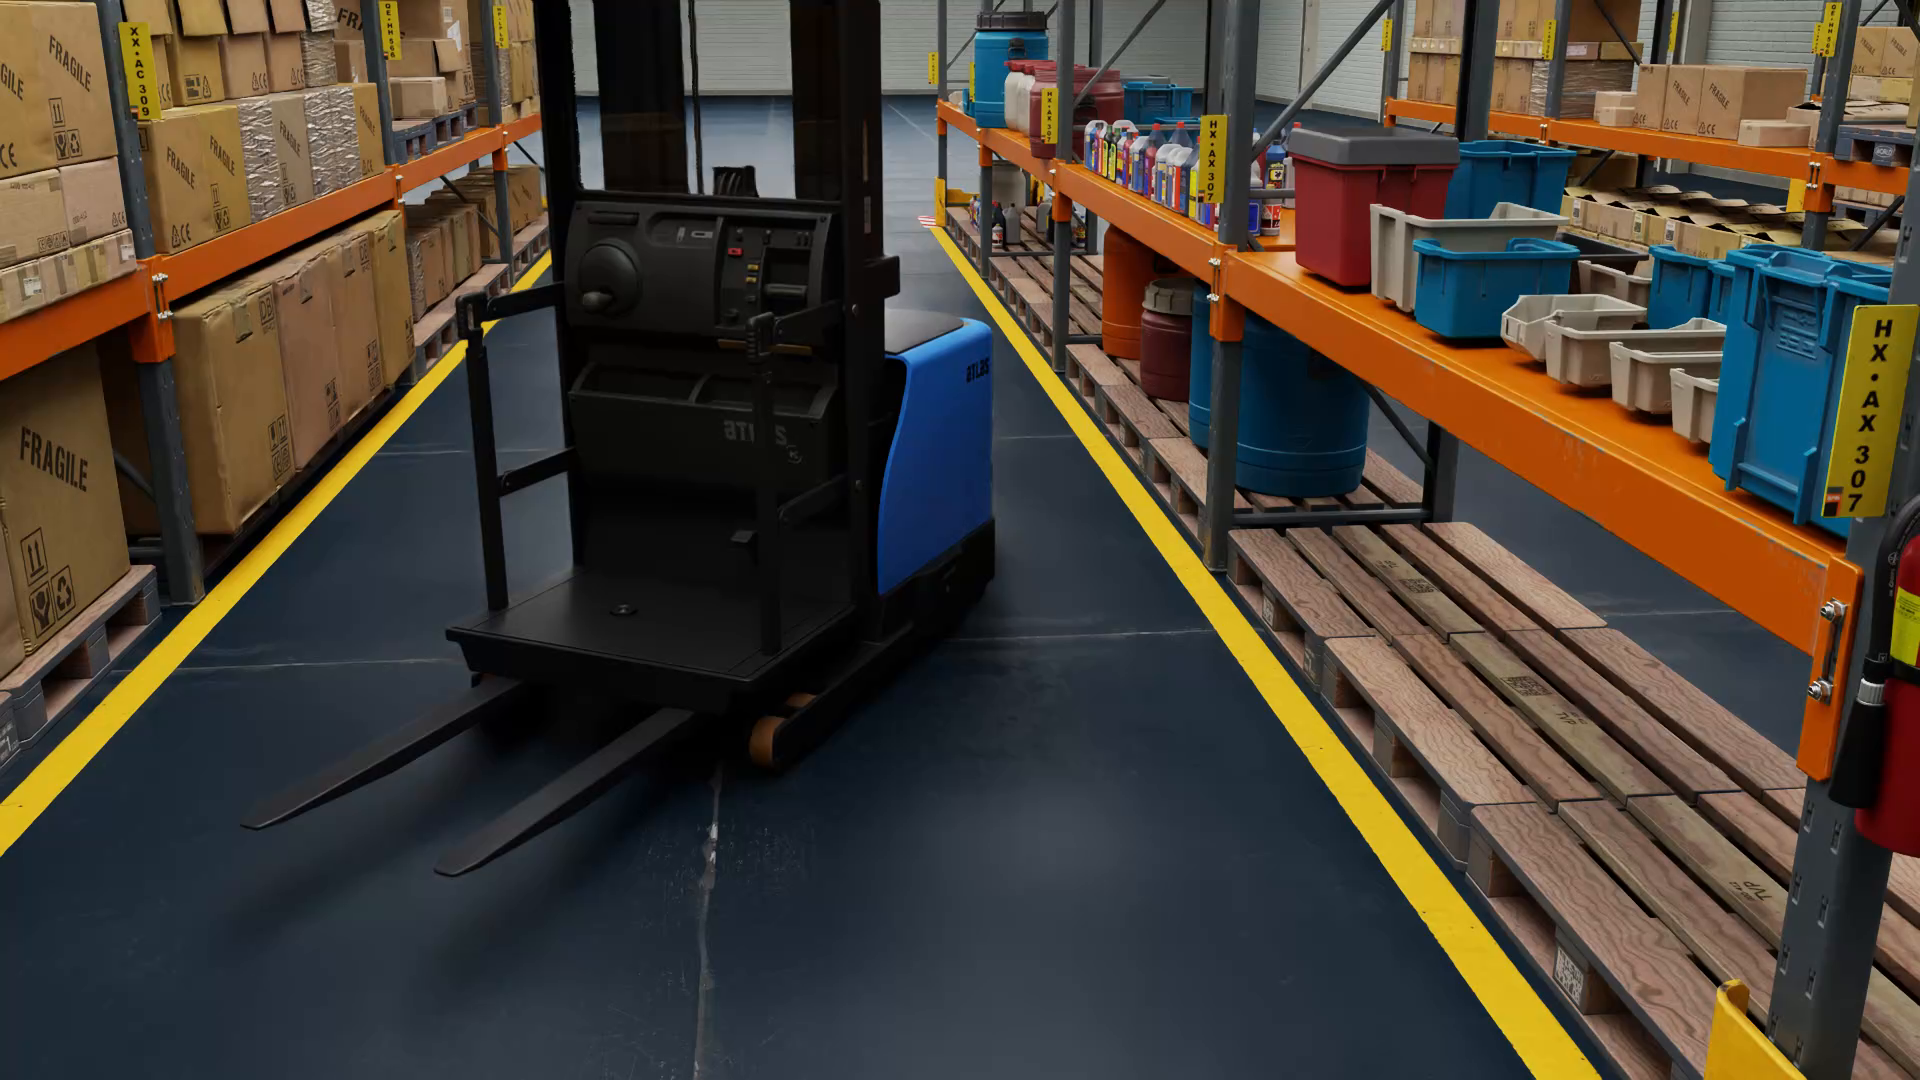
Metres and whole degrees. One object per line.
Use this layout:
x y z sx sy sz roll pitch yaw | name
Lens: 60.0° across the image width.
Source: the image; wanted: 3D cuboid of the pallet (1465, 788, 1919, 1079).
1.870 0.948 3.804 1.003 0.211 1.213 -2 18 -6 | pallet

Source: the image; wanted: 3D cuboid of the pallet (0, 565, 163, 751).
-3.422 0.386 5.597 1.003 0.211 1.213 -2 18 -6 | pallet

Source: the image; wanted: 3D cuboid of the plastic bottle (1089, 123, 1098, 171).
0.799 -2.283 9.656 0.097 0.271 0.097 0 17 0 | plastic bottle

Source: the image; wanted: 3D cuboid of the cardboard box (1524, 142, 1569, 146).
5.713 -3.703 16.602 0.500 0.500 0.500 -2 18 -6 | cardboard box

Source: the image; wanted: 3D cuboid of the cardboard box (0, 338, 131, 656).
-3.434 -0.161 5.530 0.875 0.875 0.875 -2 18 -6 | cardboard box

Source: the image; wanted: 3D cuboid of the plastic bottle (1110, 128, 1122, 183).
0.854 -2.076 8.977 0.061 0.283 0.133 -2 18 -6 | plastic bottle

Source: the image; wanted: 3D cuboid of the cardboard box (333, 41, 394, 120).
-4.088 -2.937 10.655 0.700 0.500 0.500 1 17 3 | cardboard box

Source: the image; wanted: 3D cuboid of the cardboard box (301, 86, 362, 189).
-3.492 -2.125 8.772 0.500 0.500 0.500 -2 18 -6 | cardboard box

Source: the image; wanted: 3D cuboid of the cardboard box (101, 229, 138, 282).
-3.066 -0.973 5.689 0.380 0.149 0.250 -2 18 -5 | cardboard box

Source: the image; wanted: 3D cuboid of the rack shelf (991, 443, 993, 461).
0.001 -0.395 7.045 0.258 0.077 0.200 -2 18 -6 | rack shelf

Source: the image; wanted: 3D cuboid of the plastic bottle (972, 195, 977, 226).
0.148 -3.198 16.157 0.061 0.283 0.133 -1 17 -5 | plastic bottle

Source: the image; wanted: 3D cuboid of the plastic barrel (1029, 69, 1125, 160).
0.742 -2.712 10.582 0.600 0.536 0.708 -2 18 -6 | plastic barrel

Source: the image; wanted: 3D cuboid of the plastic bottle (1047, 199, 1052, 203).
0.905 -3.162 16.053 0.152 0.276 0.135 -2 18 -7 | plastic bottle

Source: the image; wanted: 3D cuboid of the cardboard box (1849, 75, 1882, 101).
9.922 -4.837 17.792 0.500 0.250 0.500 -2 18 -7 | cardboard box

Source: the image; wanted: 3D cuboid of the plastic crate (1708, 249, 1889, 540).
1.696 -0.275 2.885 0.616 0.435 0.499 -2 18 -6 | plastic crate

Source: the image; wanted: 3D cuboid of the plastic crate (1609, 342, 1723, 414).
1.637 -0.362 3.663 0.396 0.136 0.243 -2 18 -6 | plastic crate

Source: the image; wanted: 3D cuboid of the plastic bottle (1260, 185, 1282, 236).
1.264 -1.349 6.798 0.097 0.201 0.097 0 17 0 | plastic bottle

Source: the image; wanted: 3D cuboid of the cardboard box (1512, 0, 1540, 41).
5.500 -4.811 15.162 0.700 0.500 0.500 -2 18 -6 | cardboard box

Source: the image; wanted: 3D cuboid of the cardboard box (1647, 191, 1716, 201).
5.993 -2.752 13.887 0.500 0.311 0.500 -1 17 -4 | cardboard box

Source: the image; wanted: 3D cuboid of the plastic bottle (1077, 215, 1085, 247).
1.082 -2.727 14.676 0.097 0.271 0.097 0 17 0 | plastic bottle

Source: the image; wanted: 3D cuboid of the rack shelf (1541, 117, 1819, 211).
5.812 -2.923 12.681 1.077 0.370 4.000 -2 18 -6 | rack shelf

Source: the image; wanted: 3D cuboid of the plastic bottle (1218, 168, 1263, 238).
1.141 -1.375 6.757 0.152 0.276 0.135 -2 18 -6 | plastic bottle

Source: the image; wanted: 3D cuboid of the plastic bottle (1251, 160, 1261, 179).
1.227 -1.572 7.257 0.144 0.351 0.185 -2 18 -6 | plastic bottle

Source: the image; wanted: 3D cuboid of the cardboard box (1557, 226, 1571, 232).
5.401 -2.623 14.413 0.500 0.250 0.500 -2 18 -7 | cardboard box

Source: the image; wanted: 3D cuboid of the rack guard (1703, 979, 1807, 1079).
1.932 1.064 2.953 1.175 0.500 0.348 -2 18 -6 | rack guard

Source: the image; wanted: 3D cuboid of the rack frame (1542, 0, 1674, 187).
5.606 -3.862 14.472 1.000 3.000 0.127 -2 18 -6 | rack frame

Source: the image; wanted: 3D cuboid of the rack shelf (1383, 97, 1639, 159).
5.400 -4.115 16.477 1.077 0.370 4.000 -2 18 -6 | rack shelf

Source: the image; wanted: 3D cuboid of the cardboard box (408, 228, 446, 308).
-4.060 -1.915 11.709 0.700 0.500 0.500 0 17 -1 | cardboard box

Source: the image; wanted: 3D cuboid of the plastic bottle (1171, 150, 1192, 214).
1.052 -1.634 7.582 0.152 0.276 0.135 -2 18 -6 | plastic bottle

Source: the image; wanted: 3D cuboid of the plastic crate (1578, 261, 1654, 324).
1.982 -0.720 4.803 0.293 0.136 0.466 -2 18 -6 | plastic crate

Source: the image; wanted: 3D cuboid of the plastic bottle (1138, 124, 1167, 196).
0.970 -1.895 8.289 0.144 0.351 0.185 -2 18 -6 | plastic bottle

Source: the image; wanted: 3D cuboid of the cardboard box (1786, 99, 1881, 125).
6.119 -2.900 11.557 0.500 0.311 0.500 -2 18 -6 | cardboard box

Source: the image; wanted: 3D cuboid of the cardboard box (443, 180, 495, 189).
-4.458 -3.038 15.320 0.500 0.500 0.500 -3 18 -11 | cardboard box

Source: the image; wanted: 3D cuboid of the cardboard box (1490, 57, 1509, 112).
5.445 -4.349 15.854 0.700 0.500 0.500 -2 17 -5 | cardboard box

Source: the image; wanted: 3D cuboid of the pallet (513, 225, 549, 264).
-4.481 -2.790 15.712 1.003 0.211 1.213 -2 18 -6 | pallet

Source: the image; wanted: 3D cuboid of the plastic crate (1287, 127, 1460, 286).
1.346 -1.112 5.505 0.402 0.464 0.583 -2 18 -6 | plastic crate

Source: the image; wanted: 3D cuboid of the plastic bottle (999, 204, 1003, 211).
0.372 -2.971 15.435 0.061 0.283 0.133 -2 18 -6 | plastic bottle

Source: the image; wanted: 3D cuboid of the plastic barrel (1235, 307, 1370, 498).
1.465 -0.689 7.165 0.600 0.901 0.708 -2 18 -6 | plastic barrel

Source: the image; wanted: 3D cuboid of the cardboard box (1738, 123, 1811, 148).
5.651 -2.810 11.540 0.380 0.149 0.250 -2 18 -6 | cardboard box

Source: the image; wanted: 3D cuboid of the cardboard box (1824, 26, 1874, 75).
9.870 -5.352 18.183 0.500 0.500 0.500 -2 18 -6 | cardboard box

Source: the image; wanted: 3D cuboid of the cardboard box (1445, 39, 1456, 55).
5.128 -4.980 16.782 0.380 0.149 0.250 -2 18 -7 | cardboard box

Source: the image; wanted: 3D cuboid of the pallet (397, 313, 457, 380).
-3.915 -1.268 10.864 1.003 0.211 1.213 -2 18 -6 | pallet

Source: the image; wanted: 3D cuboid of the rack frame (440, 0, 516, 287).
-4.248 -3.557 13.500 1.000 3.000 0.127 -2 18 -6 | rack frame

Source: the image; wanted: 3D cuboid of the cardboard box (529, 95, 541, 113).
-4.167 -4.107 15.671 0.380 0.149 0.250 -2 18 -6 | cardboard box

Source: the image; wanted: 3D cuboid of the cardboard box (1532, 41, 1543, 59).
5.341 -4.368 14.831 0.380 0.149 0.250 -2 18 -7 | cardboard box

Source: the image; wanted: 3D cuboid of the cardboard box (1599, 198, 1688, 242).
5.502 -2.584 13.353 0.500 0.311 0.500 -2 18 -7 | cardboard box

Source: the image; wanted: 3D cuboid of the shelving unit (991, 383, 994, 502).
0.001 -0.427 7.035 0.258 0.900 0.210 -2 18 -6 | shelving unit

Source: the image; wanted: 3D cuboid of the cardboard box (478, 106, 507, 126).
-3.971 -3.511 13.772 0.380 0.149 0.250 -2 18 -6 | cardboard box

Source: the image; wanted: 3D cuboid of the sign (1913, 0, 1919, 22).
10.674 -5.923 18.573 0.100 0.325 0.005 -2 18 -6 | sign

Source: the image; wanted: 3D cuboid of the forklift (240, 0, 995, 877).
-0.907 -0.852 4.997 1.130 2.935 3.031 7 19 22 | forklift

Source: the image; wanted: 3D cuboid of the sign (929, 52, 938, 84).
-0.282 -5.018 17.692 0.100 0.325 0.005 -2 18 -6 | sign

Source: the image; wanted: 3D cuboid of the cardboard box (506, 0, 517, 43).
-4.095 -4.515 14.217 0.500 0.500 0.500 -2 18 -6 | cardboard box

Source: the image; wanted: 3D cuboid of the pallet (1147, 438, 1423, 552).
1.466 -0.228 7.550 1.003 0.211 1.213 -2 18 -6 | pallet

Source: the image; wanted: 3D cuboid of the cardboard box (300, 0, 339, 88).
-3.776 -2.674 8.844 0.797 0.503 0.637 -1 17 -4 | cardboard box
